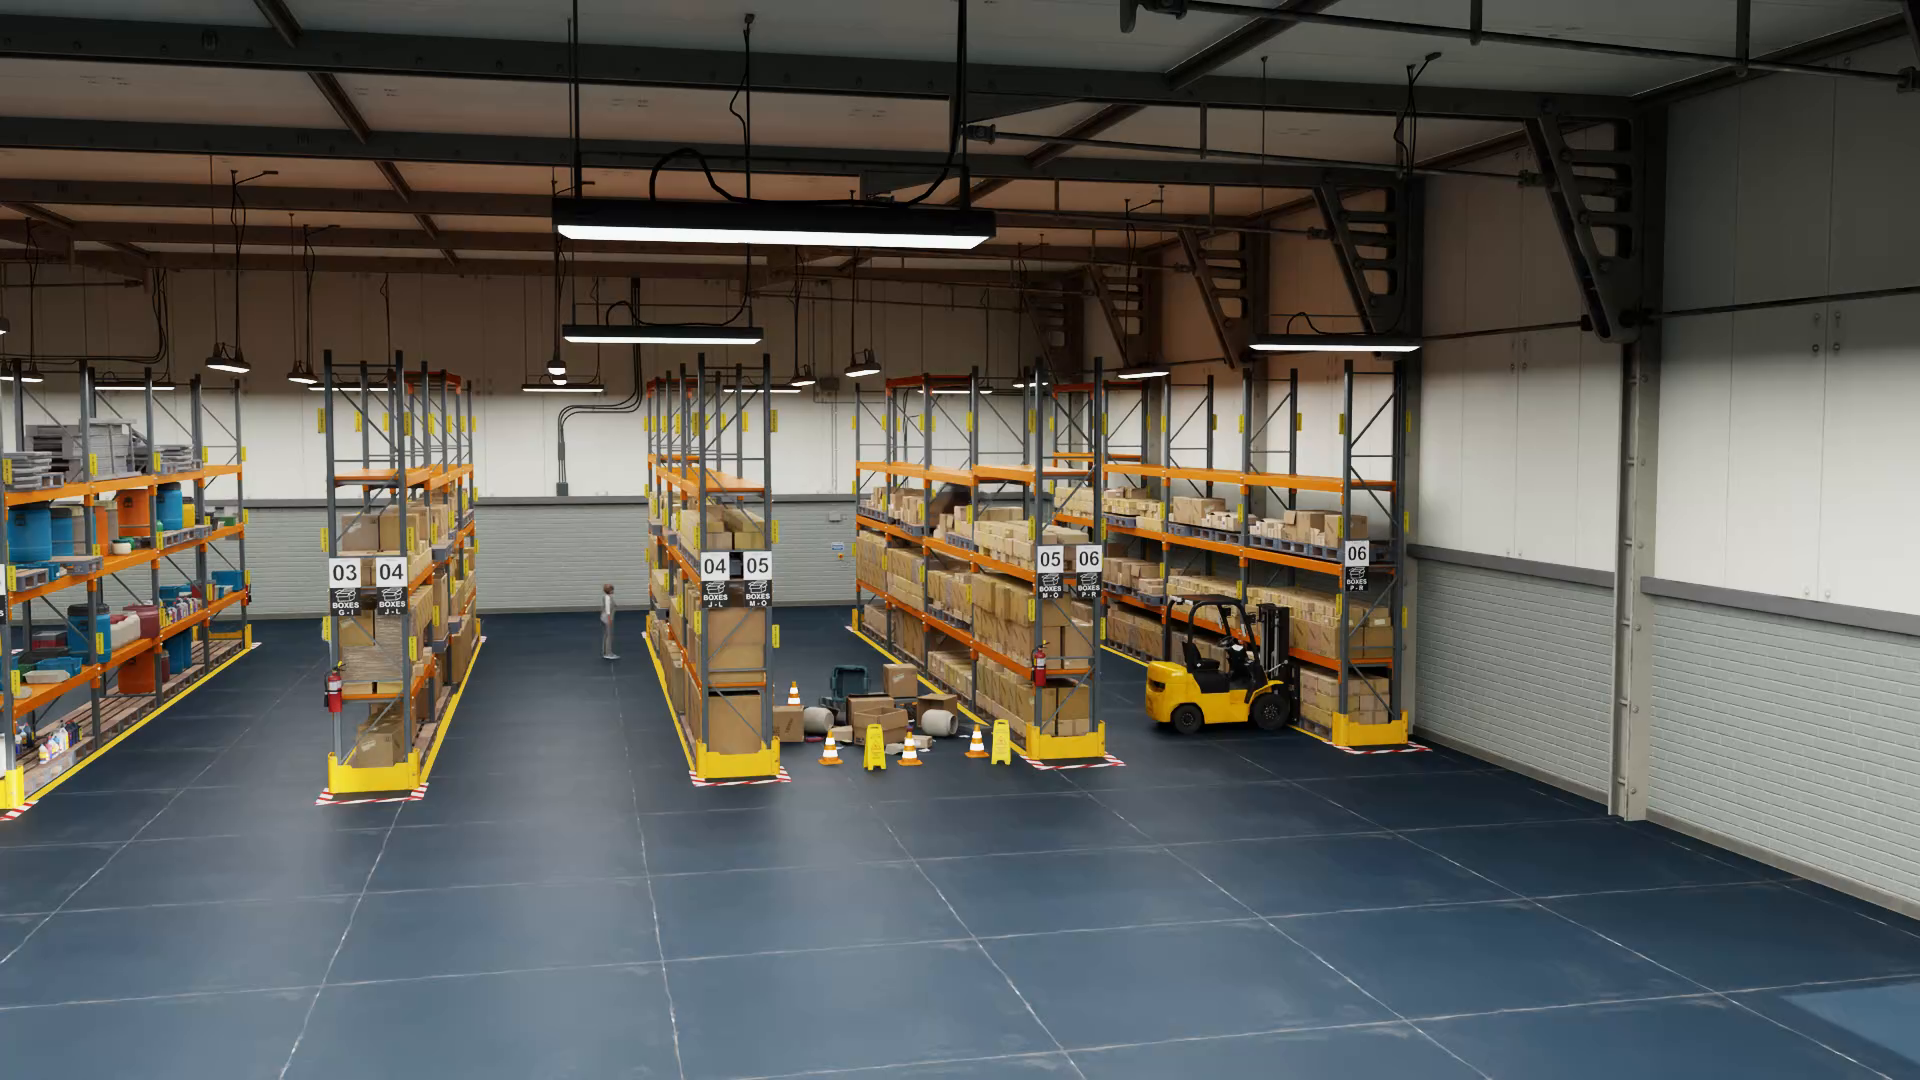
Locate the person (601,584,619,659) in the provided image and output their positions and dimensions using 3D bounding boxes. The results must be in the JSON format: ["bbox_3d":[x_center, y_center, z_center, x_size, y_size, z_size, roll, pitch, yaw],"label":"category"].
[{"bbox_3d":[-7.457,1.729,35.435,0.360,1.592,0.482,-1,4,-17],"label":"person"}]

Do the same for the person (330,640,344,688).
[{"bbox_3d":[-11.660,1.983,31.297,0.440,1.702,0.515,3,5,36],"label":"person"}]
